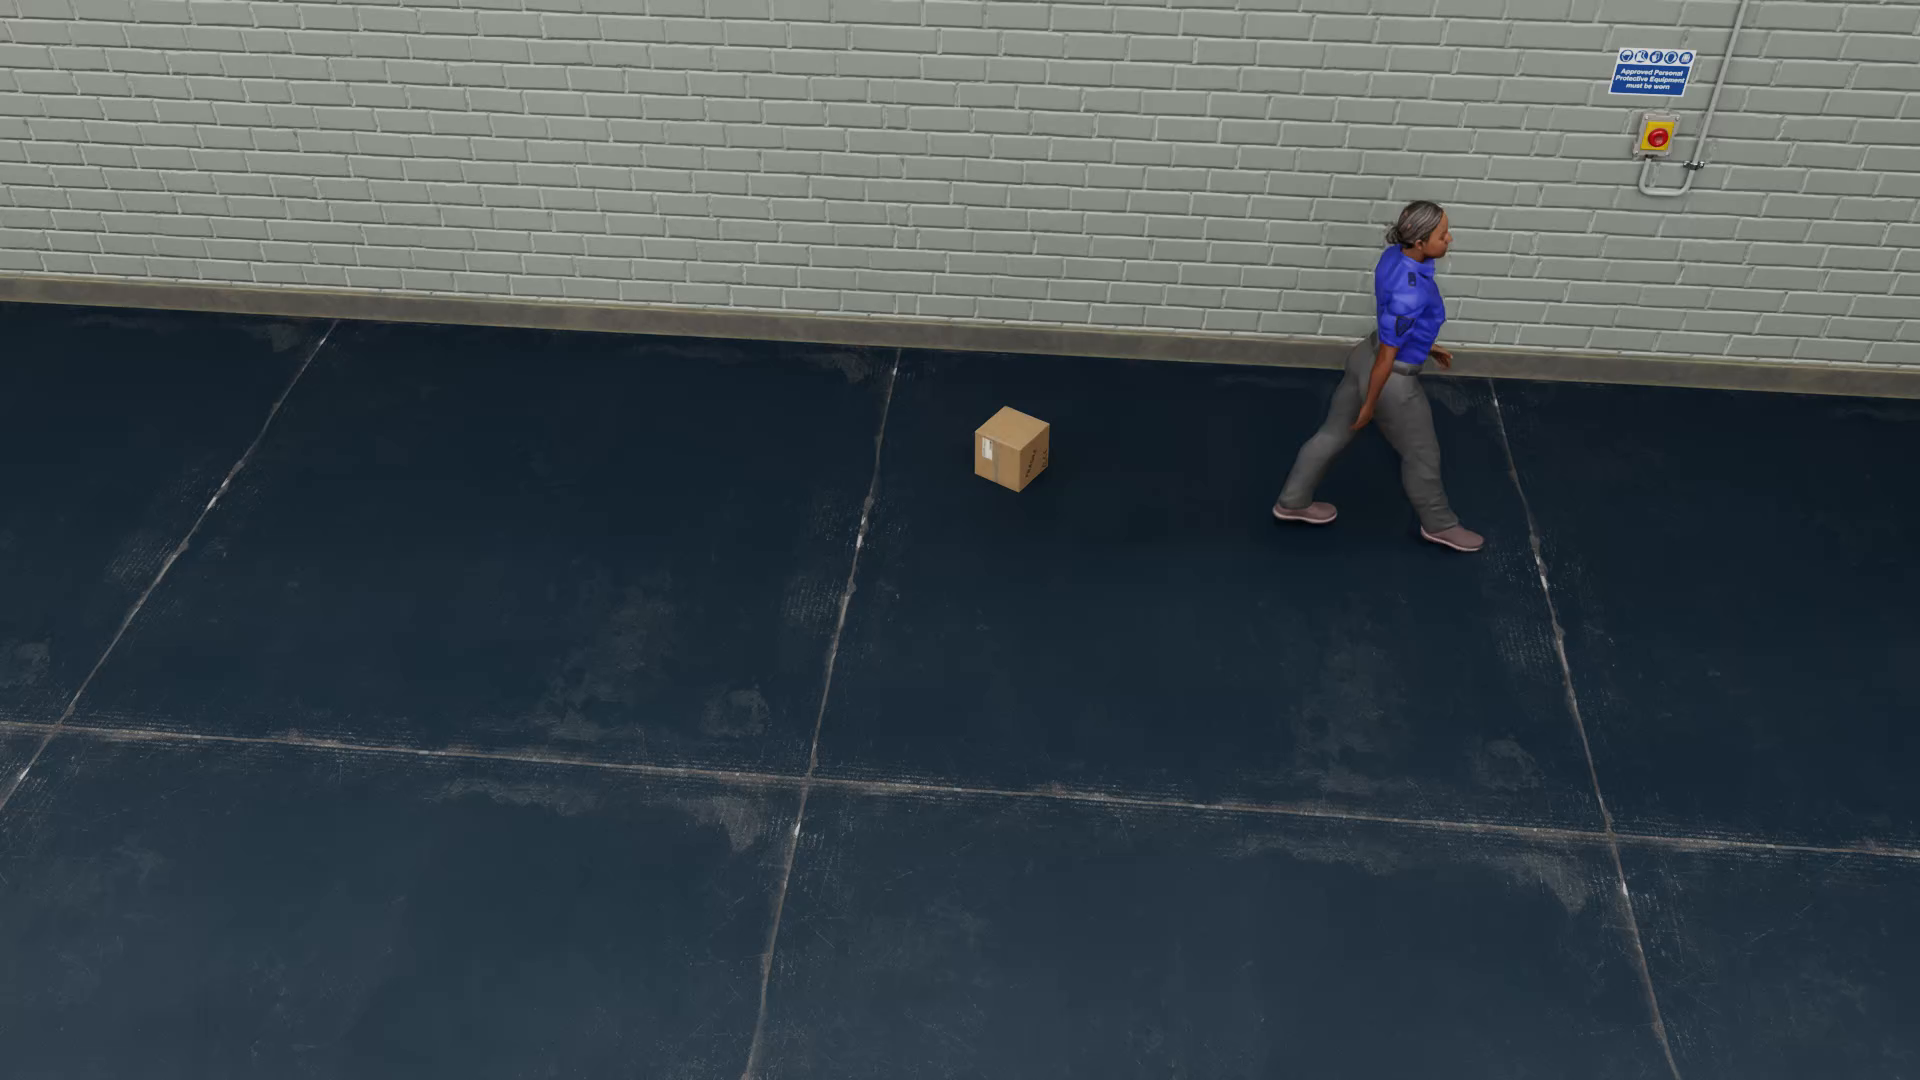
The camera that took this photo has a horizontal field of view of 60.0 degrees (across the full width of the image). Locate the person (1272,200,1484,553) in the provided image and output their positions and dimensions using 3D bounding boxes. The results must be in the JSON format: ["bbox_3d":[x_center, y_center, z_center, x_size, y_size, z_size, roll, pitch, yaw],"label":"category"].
[{"bbox_3d":[1.864,-0.686,6.969,0.915,1.636,0.464,-1,40,-2],"label":"person"}]
